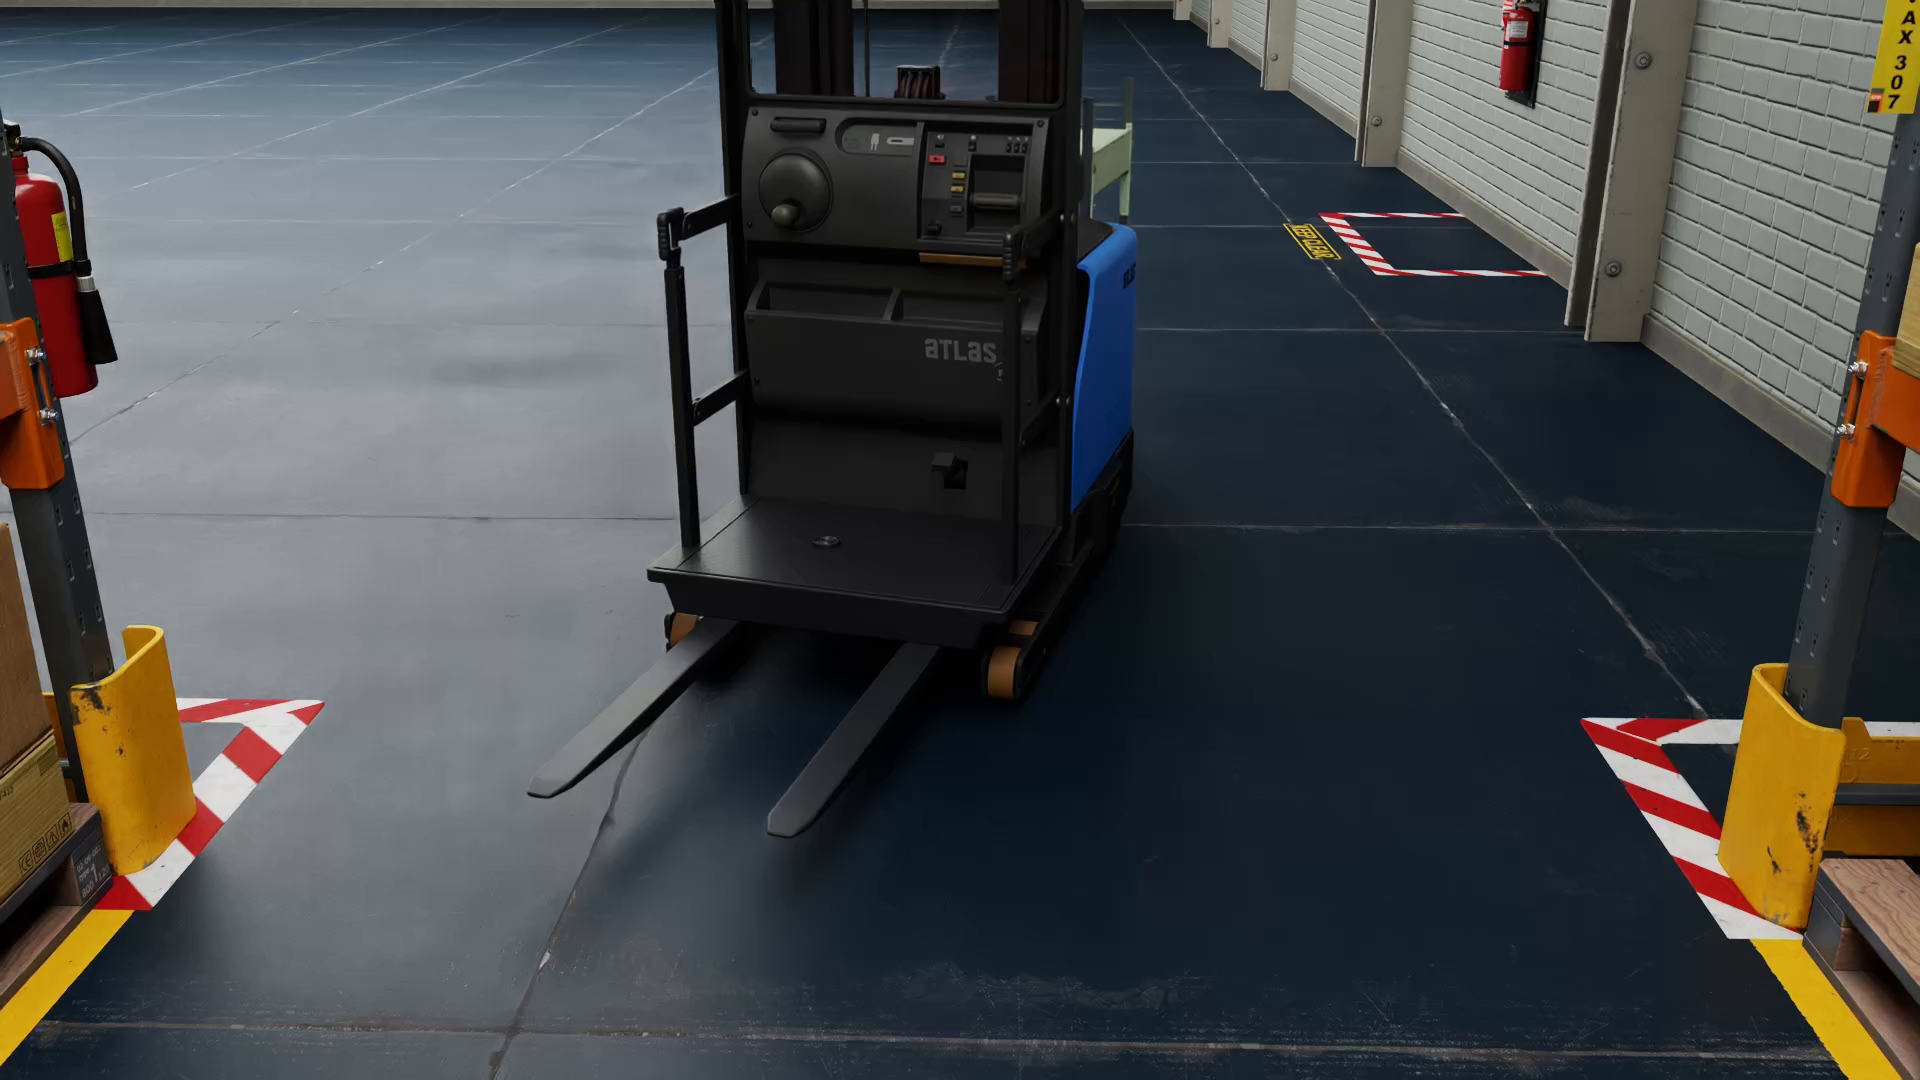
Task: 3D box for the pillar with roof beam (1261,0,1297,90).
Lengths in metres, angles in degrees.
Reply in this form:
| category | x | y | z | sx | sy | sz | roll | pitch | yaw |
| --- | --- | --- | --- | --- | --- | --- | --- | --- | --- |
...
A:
| category | x | y | z | sx | sy | sz | roll | pitch | yaw |
| --- | --- | --- | --- | --- | --- | --- | --- | --- | --- |
| pillar with roof beam | -0.492 | -9.693 | 18.569 | 9.100 | 9.000 | 0.400 | 1 | 21 | 2 |

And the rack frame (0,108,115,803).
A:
| category | x | y | z | sx | sy | sz | roll | pitch | yaw |
| --- | --- | --- | --- | --- | --- | --- | --- | --- | --- |
| rack frame | -2.531 | -0.656 | 3.573 | 1.000 | 3.000 | 0.127 | 1 | 21 | 2 |

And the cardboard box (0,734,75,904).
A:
| category | x | y | z | sx | sy | sz | roll | pitch | yaw |
| --- | --- | --- | --- | --- | --- | --- | --- | --- | --- |
| cardboard box | -2.252 | 0.627 | 3.486 | 0.500 | 0.250 | 0.500 | 1 | 21 | 2 |

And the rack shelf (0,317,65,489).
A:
| category | x | y | z | sx | sy | sz | roll | pitch | yaw |
| --- | --- | --- | --- | --- | --- | --- | --- | --- | --- |
| rack shelf | -2.592 | 0.403 | 1.839 | 1.077 | 0.370 | 4.000 | 1 | 21 | 2 |

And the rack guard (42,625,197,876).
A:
| category | x | y | z | sx | sy | sz | roll | pitch | yaw |
| --- | --- | --- | --- | --- | --- | --- | --- | --- | --- |
| rack guard | -2.530 | 0.501 | 4.047 | 1.175 | 0.500 | 0.348 | 1 | 21 | 2 |

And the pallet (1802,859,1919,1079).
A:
| category | x | y | z | sx | sy | sz | roll | pitch | yaw |
| --- | --- | --- | --- | --- | --- | --- | --- | --- | --- |
| pallet | 2.358 | 1.018 | 3.113 | 1.003 | 0.211 | 1.213 | 1 | 21 | 2 |

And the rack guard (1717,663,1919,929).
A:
| category | x | y | z | sx | sy | sz | roll | pitch | yaw |
| --- | --- | --- | --- | --- | --- | --- | --- | --- | --- |
| rack guard | 2.418 | 0.590 | 3.817 | 1.175 | 0.500 | 0.348 | 1 | 21 | 2 |

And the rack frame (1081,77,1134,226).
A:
| category | x | y | z | sx | sy | sz | roll | pitch | yaw |
| --- | --- | --- | --- | --- | --- | --- | --- | --- | --- |
| rack frame | 0.499 | -1.167 | 6.962 | 0.400 | 1.500 | 0.023 | 6 | 22 | 16 |

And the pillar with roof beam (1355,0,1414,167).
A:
| category | x | y | z | sx | sy | sz | roll | pitch | yaw |
| --- | --- | --- | --- | --- | --- | --- | --- | --- | --- |
| pillar with roof beam | -0.674 | -7.523 | 12.978 | 9.100 | 9.000 | 0.400 | 1 | 21 | 2 |

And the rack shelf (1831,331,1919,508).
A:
| category | x | y | z | sx | sy | sz | roll | pitch | yaw |
| --- | --- | --- | --- | --- | --- | --- | --- | --- | --- |
| rack shelf | 2.360 | 0.456 | 1.702 | 1.077 | 0.370 | 4.000 | 1 | 21 | 2 |

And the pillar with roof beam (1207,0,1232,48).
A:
| category | x | y | z | sx | sy | sz | roll | pitch | yaw |
| --- | --- | --- | --- | --- | --- | --- | --- | --- | --- |
| pillar with roof beam | -0.309 | -11.862 | 24.160 | 9.100 | 9.000 | 0.400 | 1 | 21 | 2 |

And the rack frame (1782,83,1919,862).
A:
| category | x | y | z | sx | sy | sz | roll | pitch | yaw |
| --- | --- | --- | --- | --- | --- | --- | --- | --- | --- |
| rack frame | 2.420 | -0.603 | 3.436 | 1.000 | 3.000 | 0.127 | 1 | 21 | 2 |

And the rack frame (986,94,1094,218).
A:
| category | x | y | z | sx | sy | sz | roll | pitch | yaw |
| --- | --- | --- | --- | --- | --- | --- | --- | --- | --- |
| rack frame | 0.288 | -0.913 | 6.308 | 0.400 | 1.500 | 0.023 | 6 | 22 | 16 |

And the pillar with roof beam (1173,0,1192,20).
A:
| category | x | y | z | sx | sy | sz | roll | pitch | yaw |
| --- | --- | --- | --- | --- | --- | --- | --- | --- | --- |
| pillar with roof beam | -0.127 | -14.031 | 29.751 | 9.100 | 9.000 | 0.400 | 1 | 21 | 2 |

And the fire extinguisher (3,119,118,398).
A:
| category | x | y | z | sx | sy | sz | roll | pitch | yaw |
| --- | --- | --- | --- | --- | --- | --- | --- | --- | --- |
| fire extinguisher | -2.063 | -0.658 | 3.684 | 0.296 | 0.674 | 0.183 | 1 | 21 | 2 |

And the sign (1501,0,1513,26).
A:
| category | x | y | z | sx | sy | sz | roll | pitch | yaw |
| --- | --- | --- | --- | --- | --- | --- | --- | --- | --- |
| sign | 3.679 | -3.618 | 11.158 | 0.001 | 0.329 | 0.234 | 1 | 21 | 2 |

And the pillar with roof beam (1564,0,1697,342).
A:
| category | x | y | z | sx | sy | sz | roll | pitch | yaw |
| --- | --- | --- | --- | --- | --- | --- | --- | --- | --- |
| pillar with roof beam | -0.857 | -5.354 | 7.387 | 9.100 | 9.000 | 0.400 | 1 | 21 | 2 |

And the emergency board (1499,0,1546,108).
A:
| category | x | y | z | sx | sy | sz | roll | pitch | yaw |
| --- | --- | --- | --- | --- | --- | --- | --- | --- | --- |
| emergency board | 3.560 | -3.403 | 10.652 | 0.194 | 1.169 | 0.643 | 1 | 21 | 2 |

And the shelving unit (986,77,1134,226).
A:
| category | x | y | z | sx | sy | sz | roll | pitch | yaw |
| --- | --- | --- | --- | --- | --- | --- | --- | --- | --- |
| shelving unit | 0.394 | -1.040 | 6.635 | 0.431 | 1.500 | 0.755 | 6 | 22 | 16 |

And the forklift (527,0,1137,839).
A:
| category | x | y | z | sx | sy | sz | roll | pitch | yaw |
| --- | --- | --- | --- | --- | --- | --- | --- | --- | --- |
| forklift | -0.259 | -1.056 | 4.698 | 1.130 | 2.935 | 3.031 | 6 | 22 | 16 |

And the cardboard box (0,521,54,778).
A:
| category | x | y | z | sx | sy | sz | roll | pitch | yaw |
| --- | --- | --- | --- | --- | --- | --- | --- | --- | --- |
| cardboard box | -2.250 | 0.278 | 3.350 | 0.500 | 0.500 | 0.500 | 1 | 21 | 2 |

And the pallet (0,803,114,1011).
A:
| category | x | y | z | sx | sy | sz | roll | pitch | yaw |
| --- | --- | --- | --- | --- | --- | --- | --- | --- | --- |
| pallet | -2.512 | 0.921 | 3.363 | 1.003 | 0.211 | 1.213 | 1 | 21 | 2 |

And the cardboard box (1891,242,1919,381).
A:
| category | x | y | z | sx | sy | sz | roll | pitch | yaw |
| --- | --- | --- | --- | --- | --- | --- | --- | --- | --- |
| cardboard box | 2.088 | -0.369 | 3.014 | 0.500 | 0.250 | 0.500 | 0 | 21 | 0 |

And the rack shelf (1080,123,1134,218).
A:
| category | x | y | z | sx | sy | sz | roll | pitch | yaw |
| --- | --- | --- | --- | --- | --- | --- | --- | --- | --- |
| rack shelf | 0.394 | -1.404 | 6.494 | 0.431 | 0.370 | 0.720 | 6 | 22 | 16 |

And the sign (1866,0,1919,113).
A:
| category | x | y | z | sx | sy | sz | roll | pitch | yaw |
| --- | --- | --- | --- | --- | --- | --- | --- | --- | --- |
| sign | 1.878 | -1.012 | 3.294 | 0.100 | 0.325 | 0.005 | 1 | 21 | 2 |
